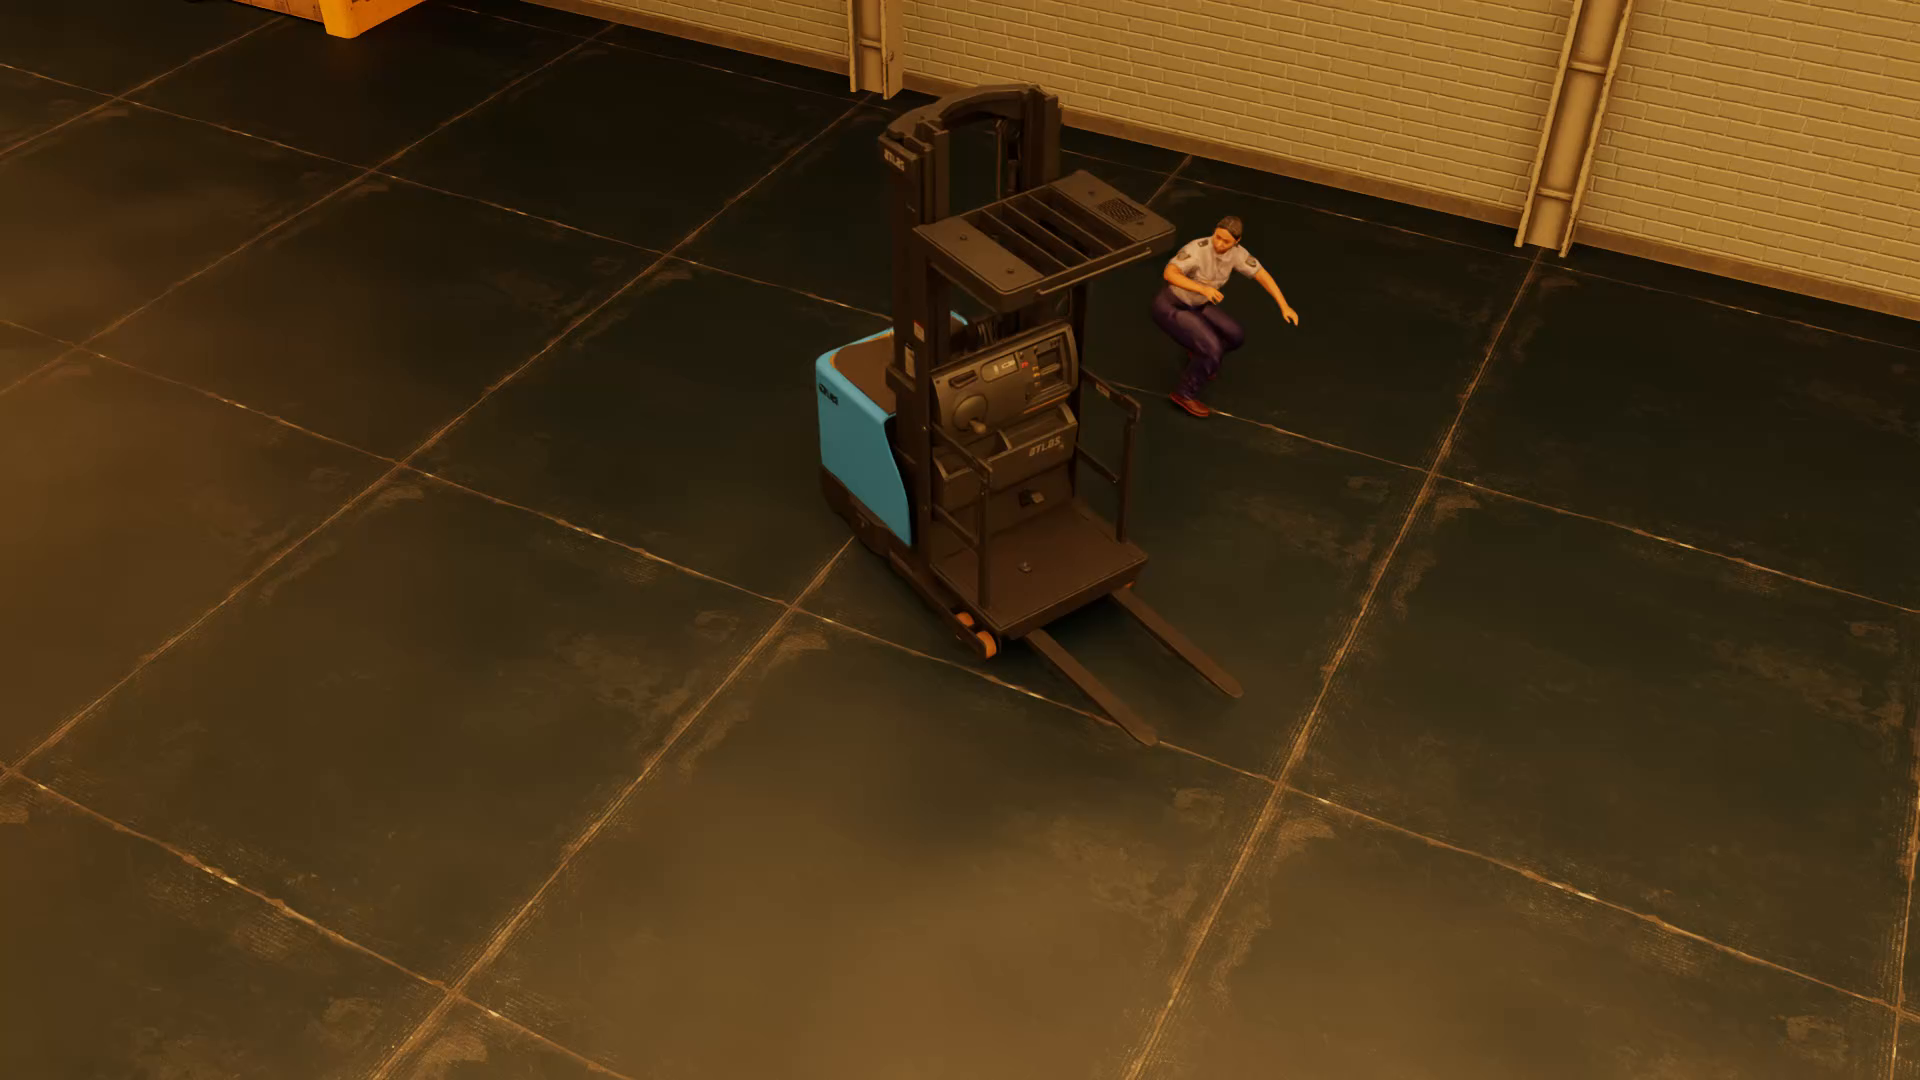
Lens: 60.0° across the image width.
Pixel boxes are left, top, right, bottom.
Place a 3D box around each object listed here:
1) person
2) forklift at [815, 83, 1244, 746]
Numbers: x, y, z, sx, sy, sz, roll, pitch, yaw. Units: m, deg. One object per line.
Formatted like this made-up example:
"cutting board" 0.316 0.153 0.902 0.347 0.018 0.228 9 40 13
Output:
"person" 1.696 -1.476 10.970 0.881 1.398 0.739 29 48 30
"forklift" 0.380 -0.798 8.934 1.130 2.935 3.031 -25 46 -26
